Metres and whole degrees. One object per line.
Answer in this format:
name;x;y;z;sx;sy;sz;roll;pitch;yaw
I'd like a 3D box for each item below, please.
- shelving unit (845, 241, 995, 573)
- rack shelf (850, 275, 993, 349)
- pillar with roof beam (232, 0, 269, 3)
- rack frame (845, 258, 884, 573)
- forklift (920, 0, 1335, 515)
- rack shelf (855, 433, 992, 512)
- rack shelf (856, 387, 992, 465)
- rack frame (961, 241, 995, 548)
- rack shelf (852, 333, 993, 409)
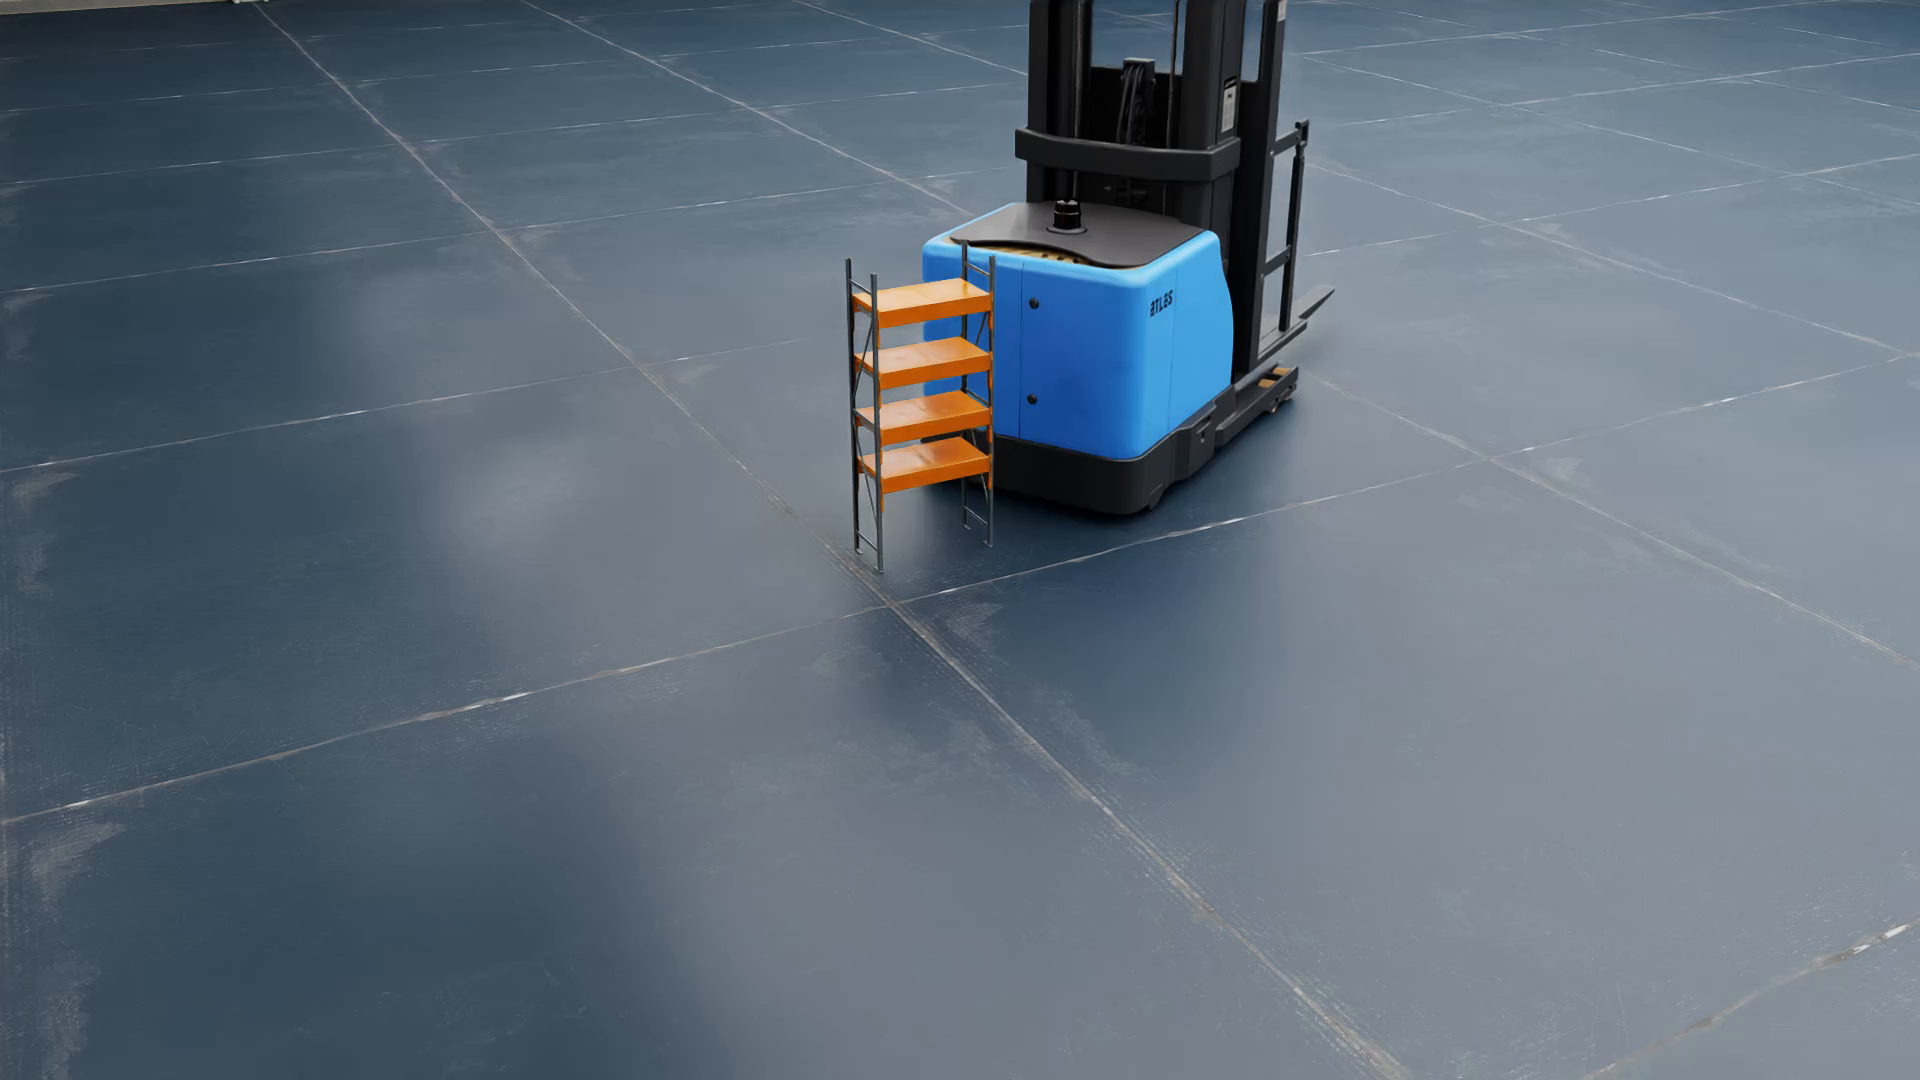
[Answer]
shelving unit;-0.146;-0.507;6.420;0.503;1.200;0.258;-13;29;-25
rack shelf;-0.146;-0.861;6.250;0.480;0.148;0.258;-13;29;-25
pillar with roof beam;-6.856;-9.163;15.437;0.400;9.000;9.100;-13;29;-25
rack frame;-0.361;-0.457;6.317;0.015;1.200;0.240;-13;29;-25
forklift;1.006;-2.022;7.575;1.130;2.935;3.031;14;29;27
rack shelf;-0.146;-0.268;6.535;0.480;0.148;0.258;-13;29;-25
rack shelf;-0.146;-0.447;6.449;0.480;0.148;0.258;-13;29;-25
rack frame;0.069;-0.557;6.524;0.015;1.200;0.240;-13;29;-25
rack shelf;-0.146;-0.648;6.352;0.480;0.148;0.258;-13;29;-25
